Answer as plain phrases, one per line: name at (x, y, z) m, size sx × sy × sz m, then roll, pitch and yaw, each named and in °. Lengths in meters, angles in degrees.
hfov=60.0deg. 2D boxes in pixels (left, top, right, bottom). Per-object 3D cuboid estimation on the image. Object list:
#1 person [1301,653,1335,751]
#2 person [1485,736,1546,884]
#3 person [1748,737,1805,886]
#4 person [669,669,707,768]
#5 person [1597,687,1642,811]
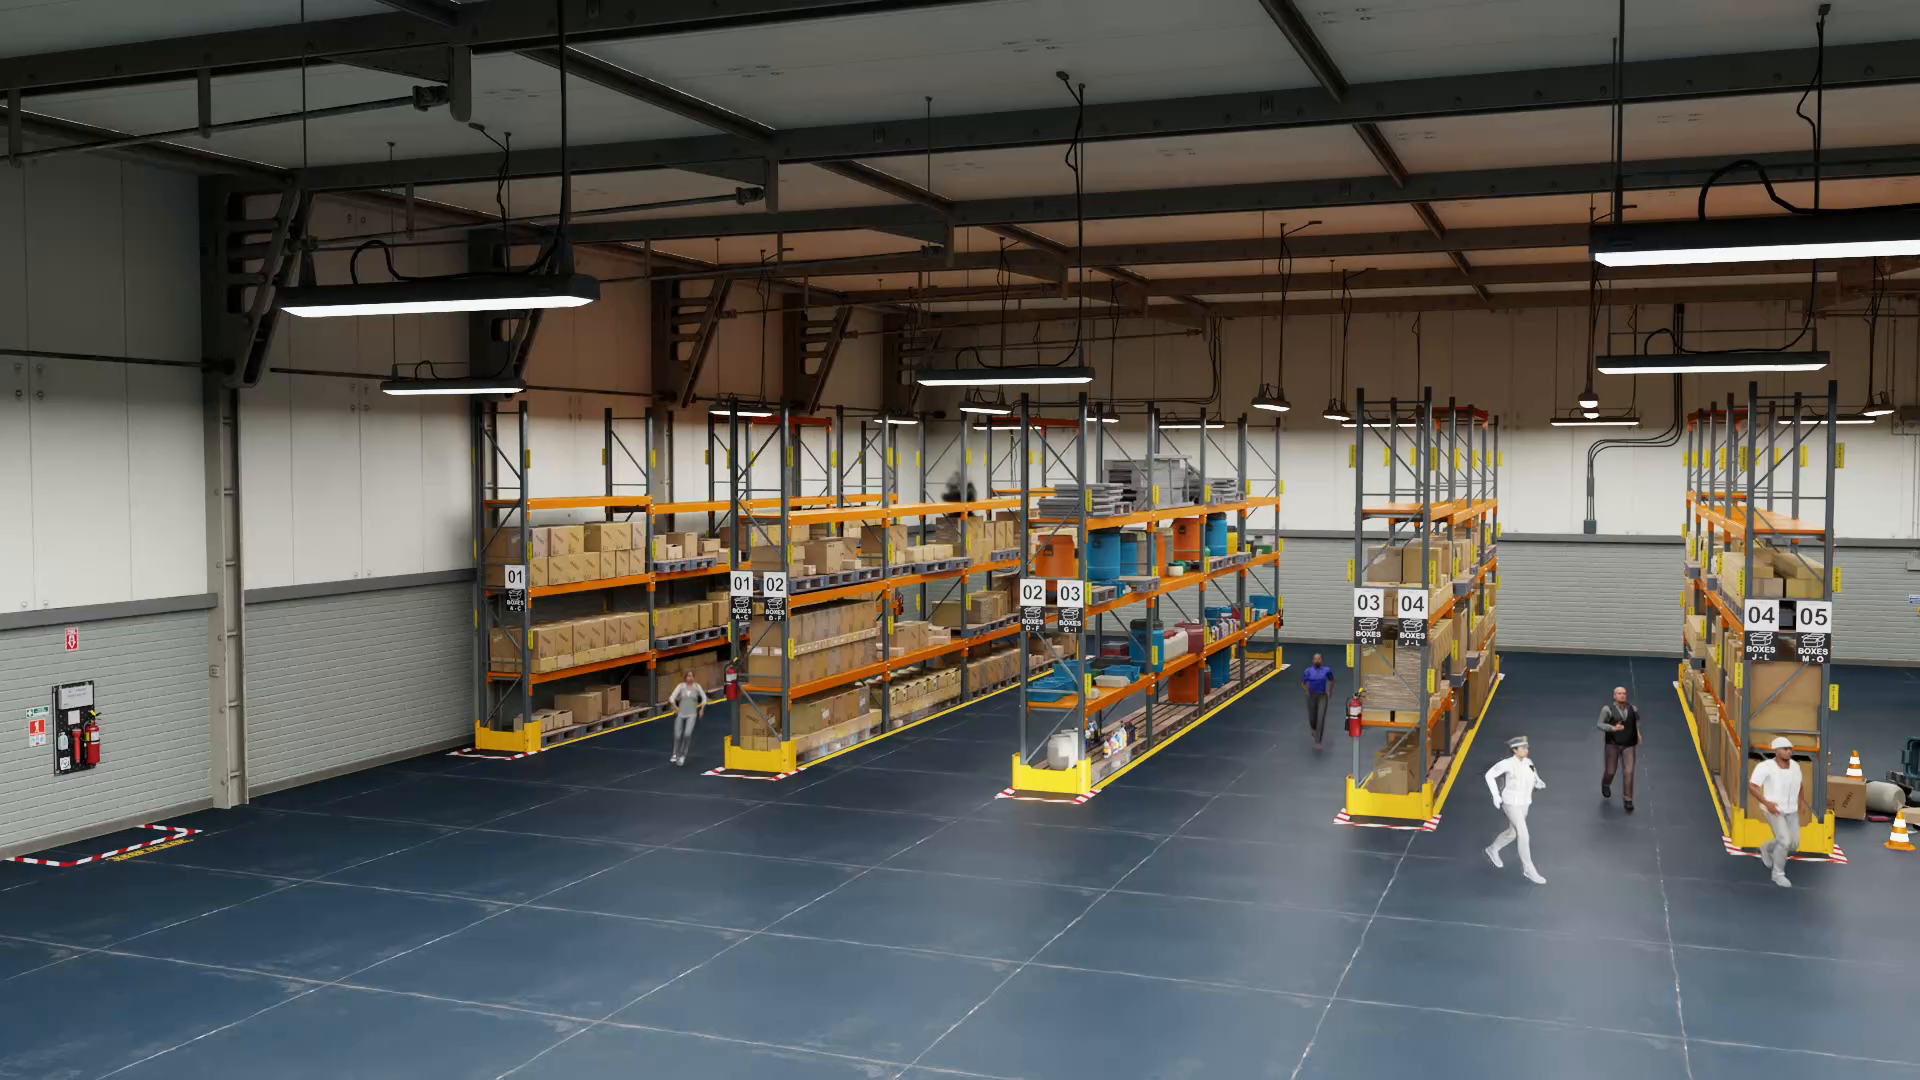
person at (6.227, 2.779, 28.937) m, size 0.579 × 1.649 × 0.859 m, roll 1°, pitch 3°, yaw 14°
person at (6.636, 3.164, 19.830) m, size 0.600 × 1.699 × 0.894 m, roll -2°, pitch 3°, yaw -32°
person at (9.686, 3.189, 19.734) m, size 0.735 × 1.727 × 0.631 m, roll -1°, pitch 3°, yaw -15°
person at (-4.453, 2.907, 27.172) m, size 0.601 × 1.572 × 0.615 m, roll 0°, pitch 3°, yaw -4°
person at (9.486, 2.962, 23.889) m, size 0.661 × 1.700 × 0.963 m, roll 0°, pitch 3°, yaw 8°
